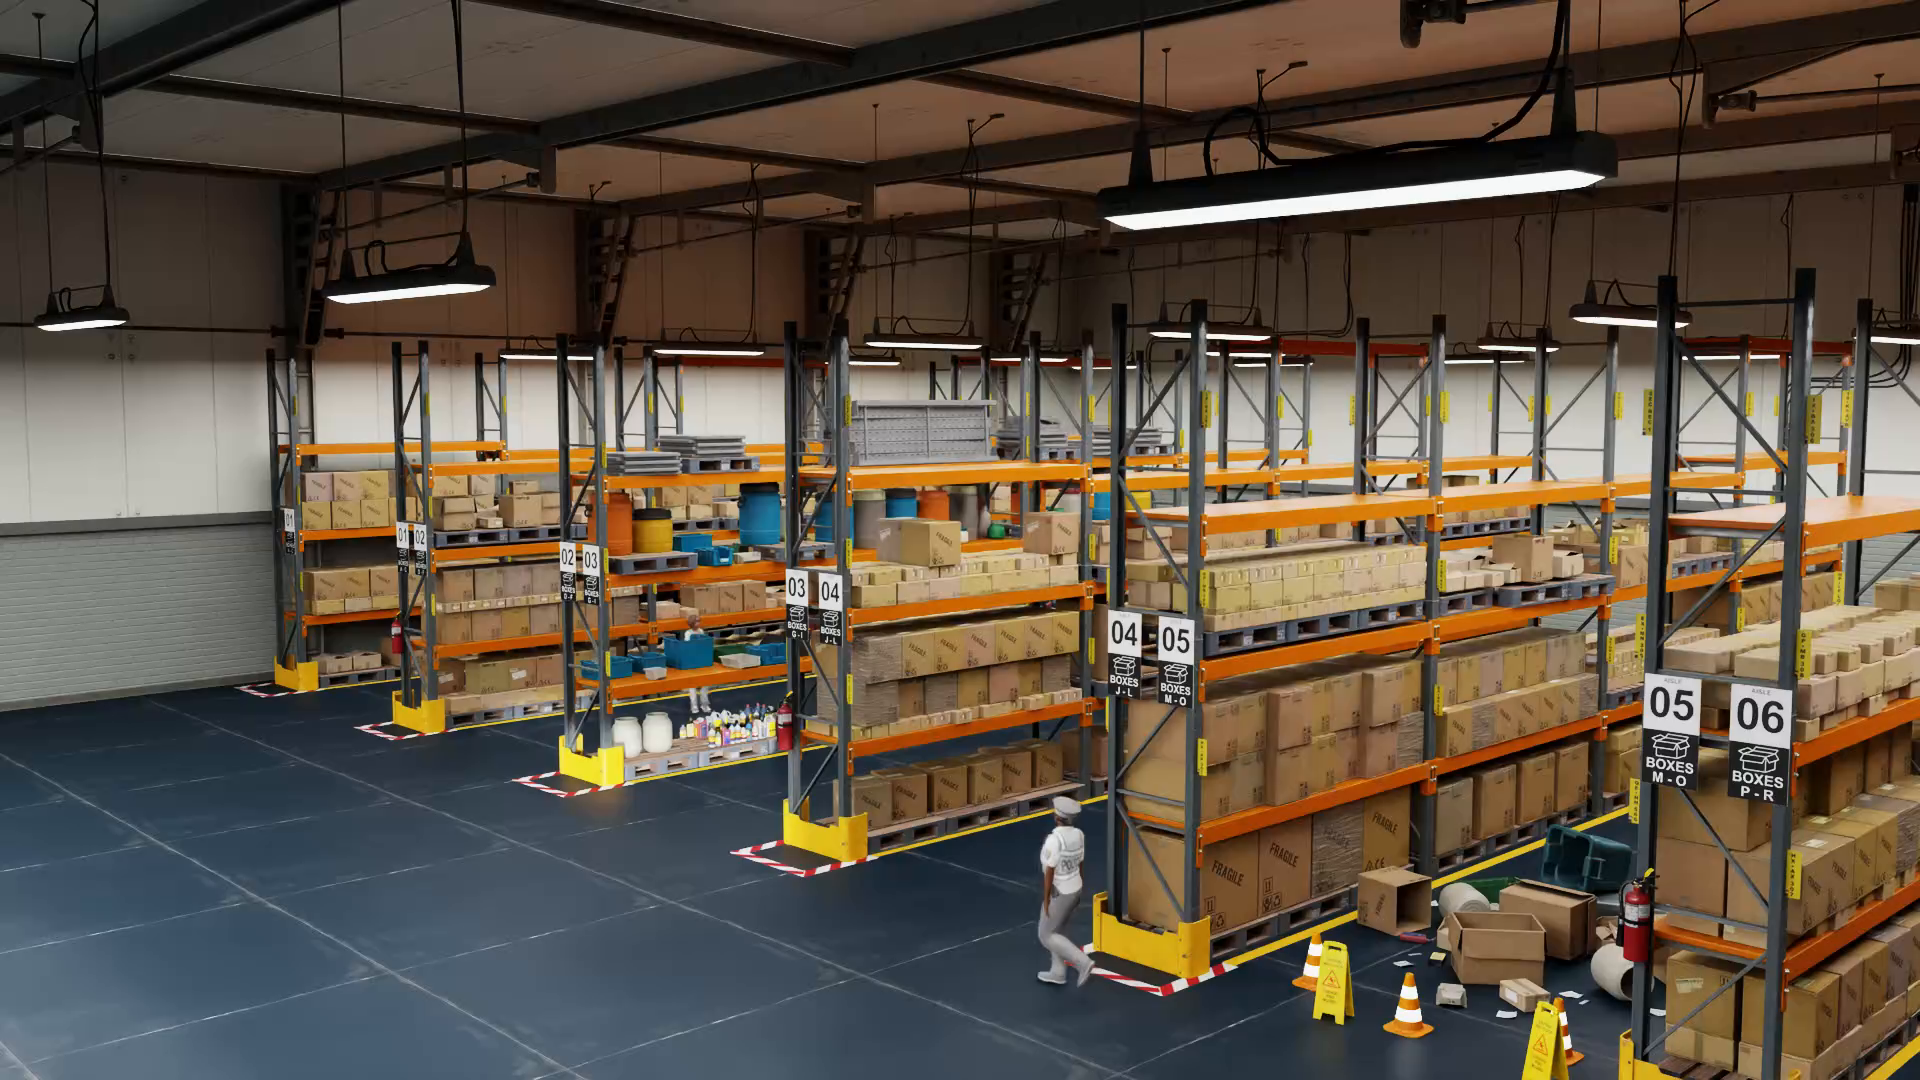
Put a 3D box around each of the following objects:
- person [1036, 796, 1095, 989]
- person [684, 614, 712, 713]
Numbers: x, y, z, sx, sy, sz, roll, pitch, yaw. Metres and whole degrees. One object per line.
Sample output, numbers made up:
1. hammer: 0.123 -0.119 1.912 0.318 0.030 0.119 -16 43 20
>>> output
1. person: 0.904 3.067 14.452 0.568 1.678 0.455 2 5 22
2. person: -4.297 2.090 27.194 0.423 1.551 0.397 -3 6 -32
